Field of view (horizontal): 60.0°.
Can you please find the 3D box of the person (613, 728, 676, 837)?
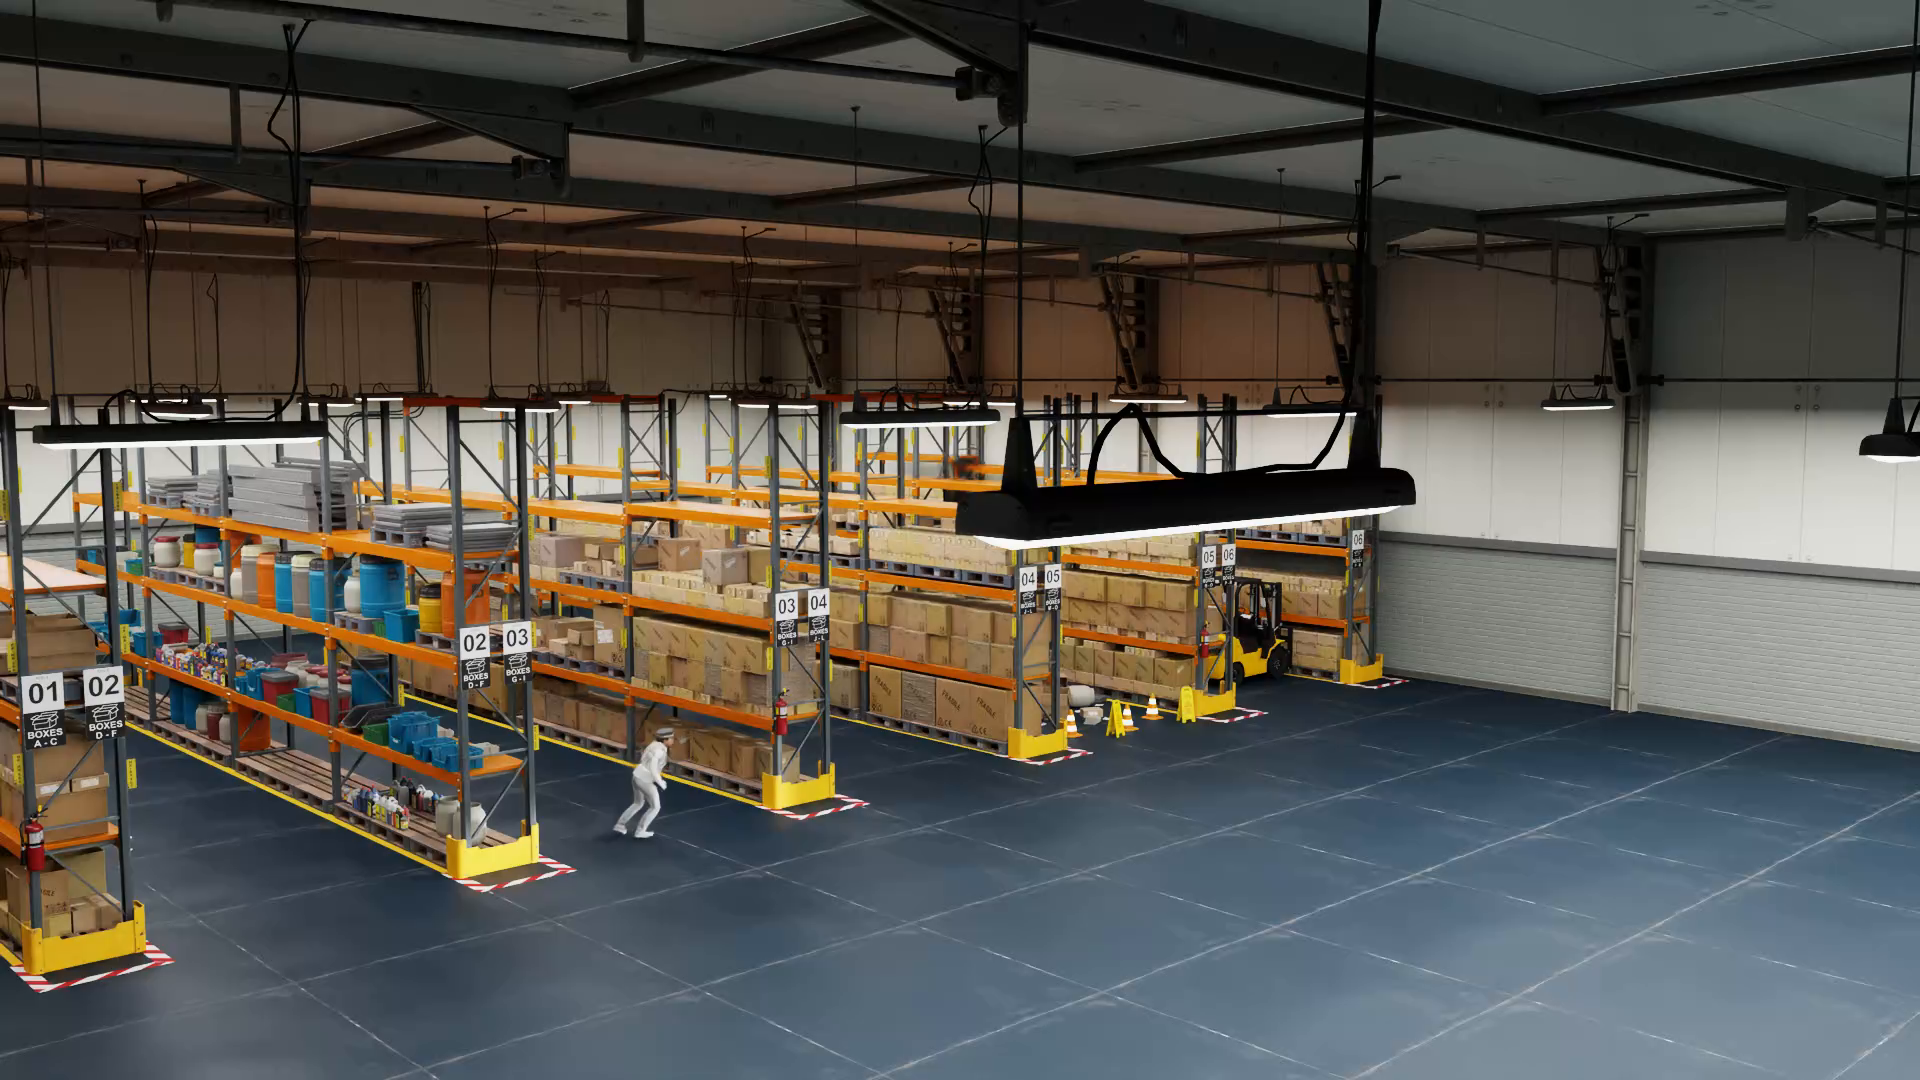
[{"bbox_3d":[-4.359,3.359,22.964,0.829,1.519,0.608,-3,6,-28],"label":"person"}]
